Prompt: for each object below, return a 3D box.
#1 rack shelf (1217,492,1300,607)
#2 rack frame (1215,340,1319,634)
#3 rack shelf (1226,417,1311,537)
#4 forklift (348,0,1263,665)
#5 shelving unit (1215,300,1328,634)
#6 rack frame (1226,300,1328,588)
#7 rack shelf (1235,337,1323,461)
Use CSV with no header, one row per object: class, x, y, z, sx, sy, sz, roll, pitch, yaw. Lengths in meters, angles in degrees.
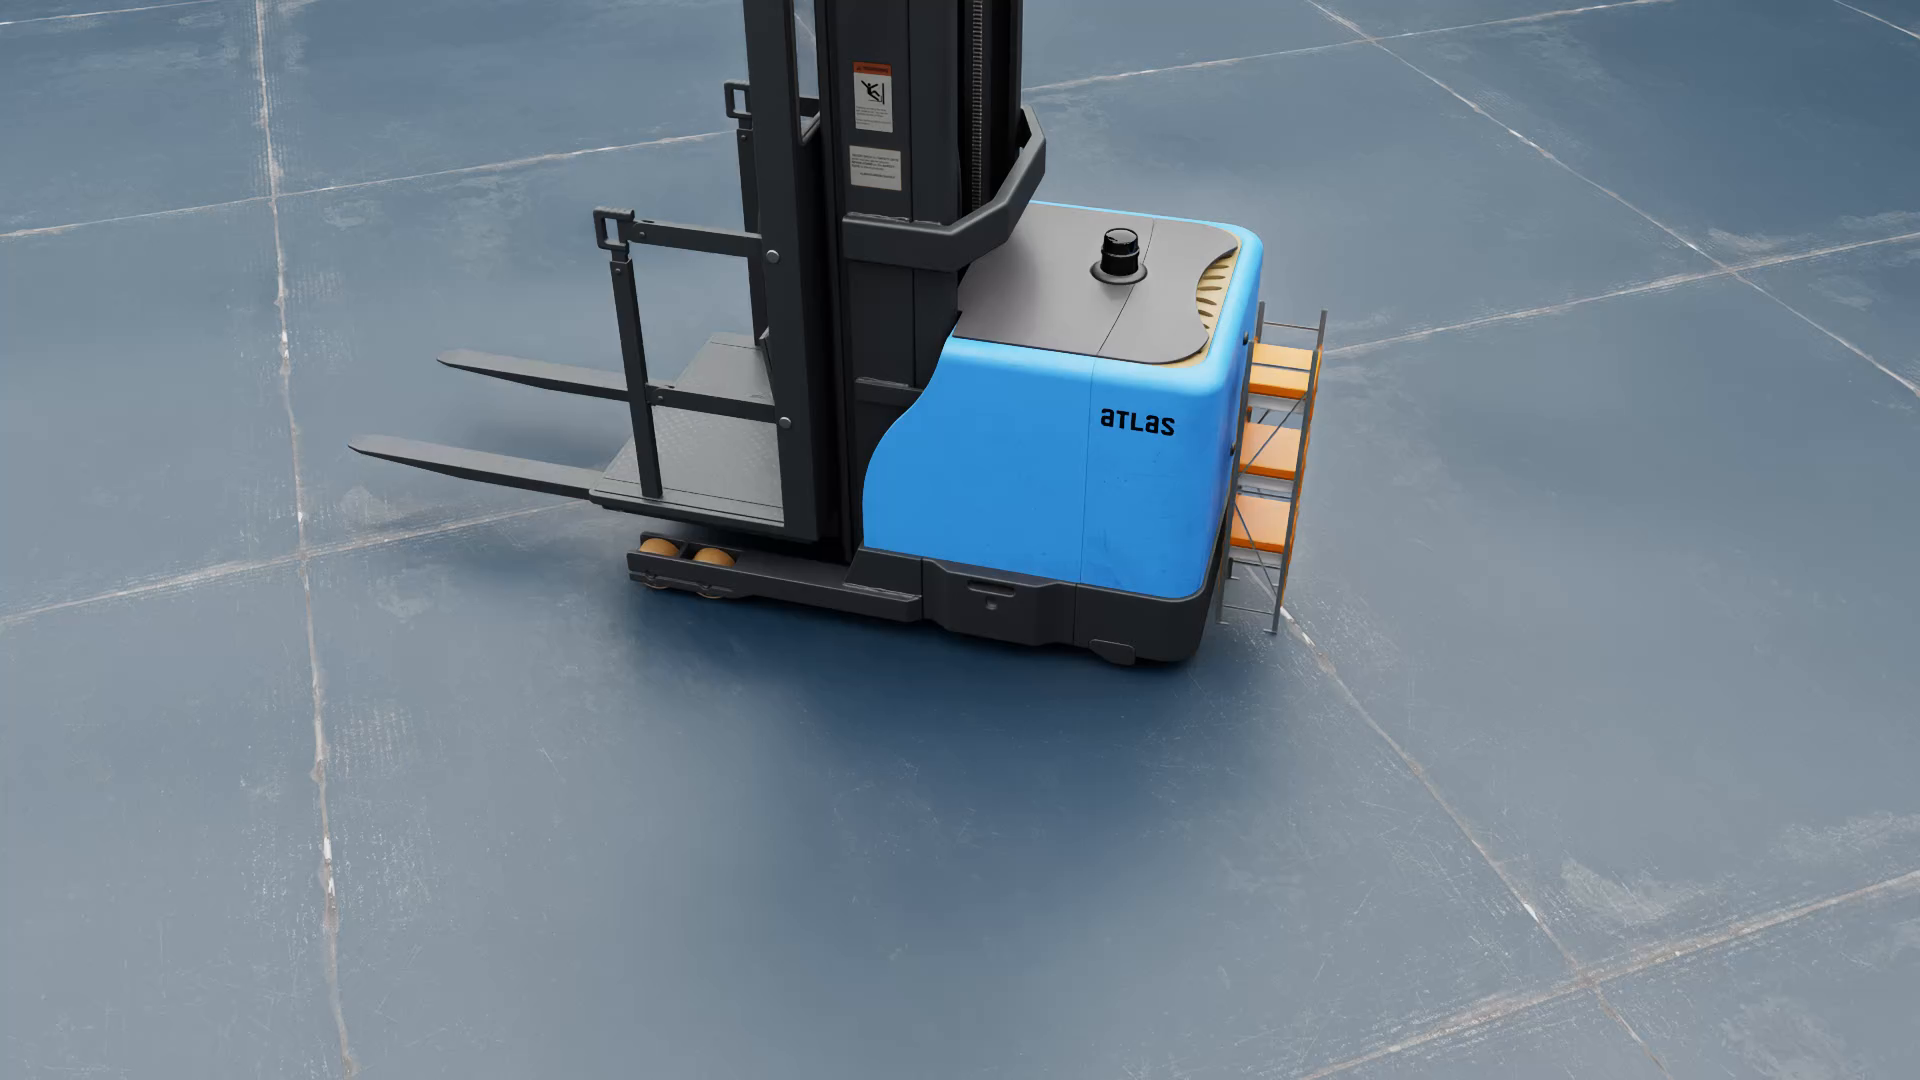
rack shelf,0.956,0.024,5.324,0.215,0.259,0.240,10,38,12
rack frame,0.923,-0.135,5.057,0.200,1.050,0.008,10,38,12
rack shelf,0.956,-0.198,5.157,0.215,0.259,0.240,10,38,12
forklift,-0.599,-1.272,5.002,3.031,2.935,1.130,10,38,12
shelving unit,0.956,-0.206,5.151,0.215,1.050,0.252,10,38,12
rack frame,0.989,-0.277,5.245,0.200,1.050,0.008,10,38,12
rack shelf,0.956,-0.424,4.987,0.215,0.259,0.240,10,38,12
